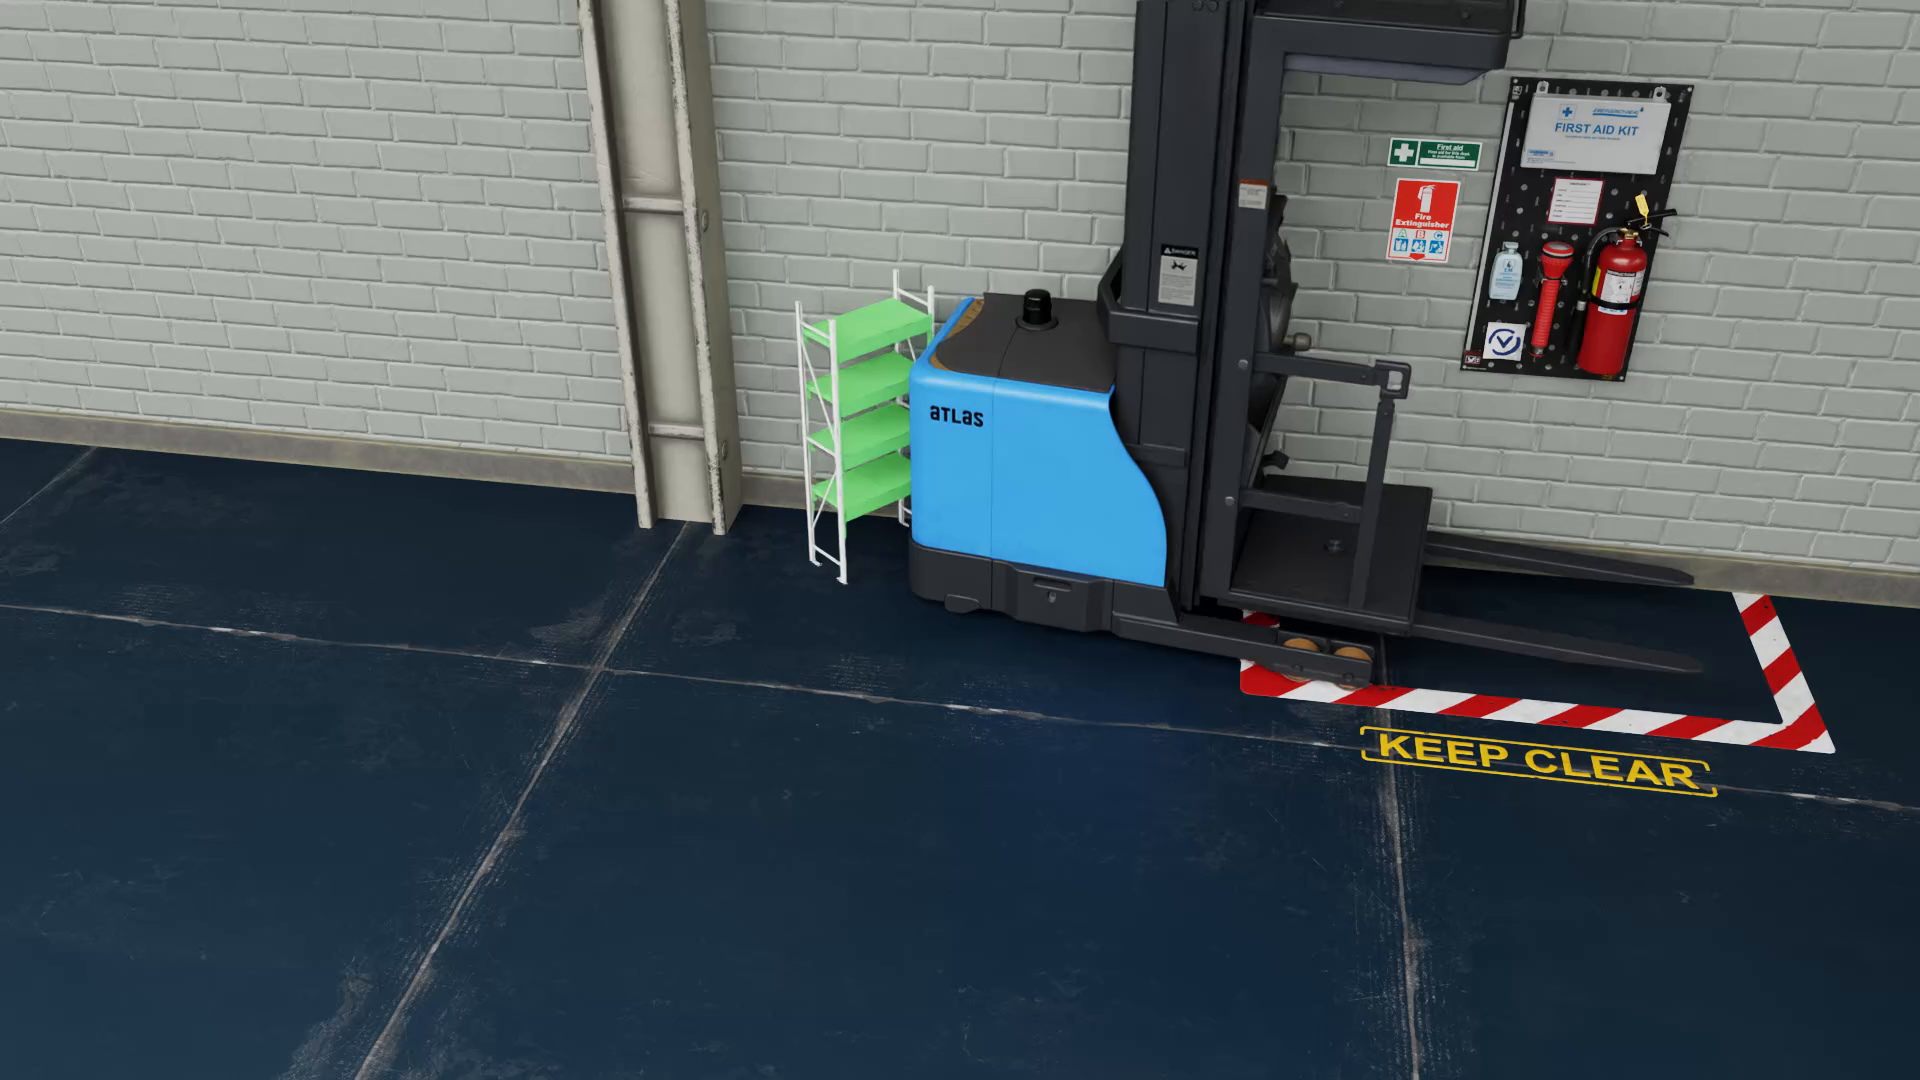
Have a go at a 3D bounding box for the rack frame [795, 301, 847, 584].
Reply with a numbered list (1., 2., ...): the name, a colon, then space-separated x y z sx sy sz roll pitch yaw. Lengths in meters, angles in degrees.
1. rack frame: -0.557 -0.373 6.714 0.015 1.200 0.240 -25 40 -34

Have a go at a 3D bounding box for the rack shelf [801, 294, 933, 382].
1. rack shelf: -0.372 -0.810 6.629 0.480 0.148 0.258 -25 40 -34

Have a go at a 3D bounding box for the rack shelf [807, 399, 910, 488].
1. rack shelf: -0.372 -0.403 6.883 0.480 0.148 0.258 -25 40 -34

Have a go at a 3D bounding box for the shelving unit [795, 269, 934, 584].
1. shelving unit: -0.372 -0.457 6.849 0.503 1.200 0.258 -25 40 -34

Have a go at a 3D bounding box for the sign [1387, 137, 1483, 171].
1. sign: 1.764 -1.434 6.181 0.331 0.109 0.001 5 32 8

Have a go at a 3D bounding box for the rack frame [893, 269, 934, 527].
1. rack frame: -0.187 -0.542 6.984 0.015 1.200 0.240 -25 40 -34

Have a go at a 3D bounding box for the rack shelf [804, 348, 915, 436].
1. rack shelf: -0.372 -0.607 6.756 0.480 0.148 0.258 -25 40 -34

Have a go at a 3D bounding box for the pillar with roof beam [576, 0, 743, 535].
1. pillar with roof beam: -1.921 -1.683 1.457 0.400 9.000 9.100 5 32 8

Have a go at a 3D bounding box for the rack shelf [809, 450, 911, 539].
1. rack shelf: -0.372 -0.200 7.011 0.480 0.148 0.258 -25 40 -34

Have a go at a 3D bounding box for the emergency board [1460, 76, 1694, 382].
1. emergency board: 2.288 -1.096 6.174 0.643 1.169 0.194 5 32 8

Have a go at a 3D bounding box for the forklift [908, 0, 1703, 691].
1. forklift: 1.367 -0.983 6.058 3.031 2.935 1.130 10 33 15

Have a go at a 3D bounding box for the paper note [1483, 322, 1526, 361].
1. paper note: 2.125 -0.775 6.491 0.142 0.148 0.016 5 32 8

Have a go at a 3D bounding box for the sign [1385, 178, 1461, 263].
1. sign: 1.761 -1.215 6.330 0.234 0.329 0.001 5 32 8
